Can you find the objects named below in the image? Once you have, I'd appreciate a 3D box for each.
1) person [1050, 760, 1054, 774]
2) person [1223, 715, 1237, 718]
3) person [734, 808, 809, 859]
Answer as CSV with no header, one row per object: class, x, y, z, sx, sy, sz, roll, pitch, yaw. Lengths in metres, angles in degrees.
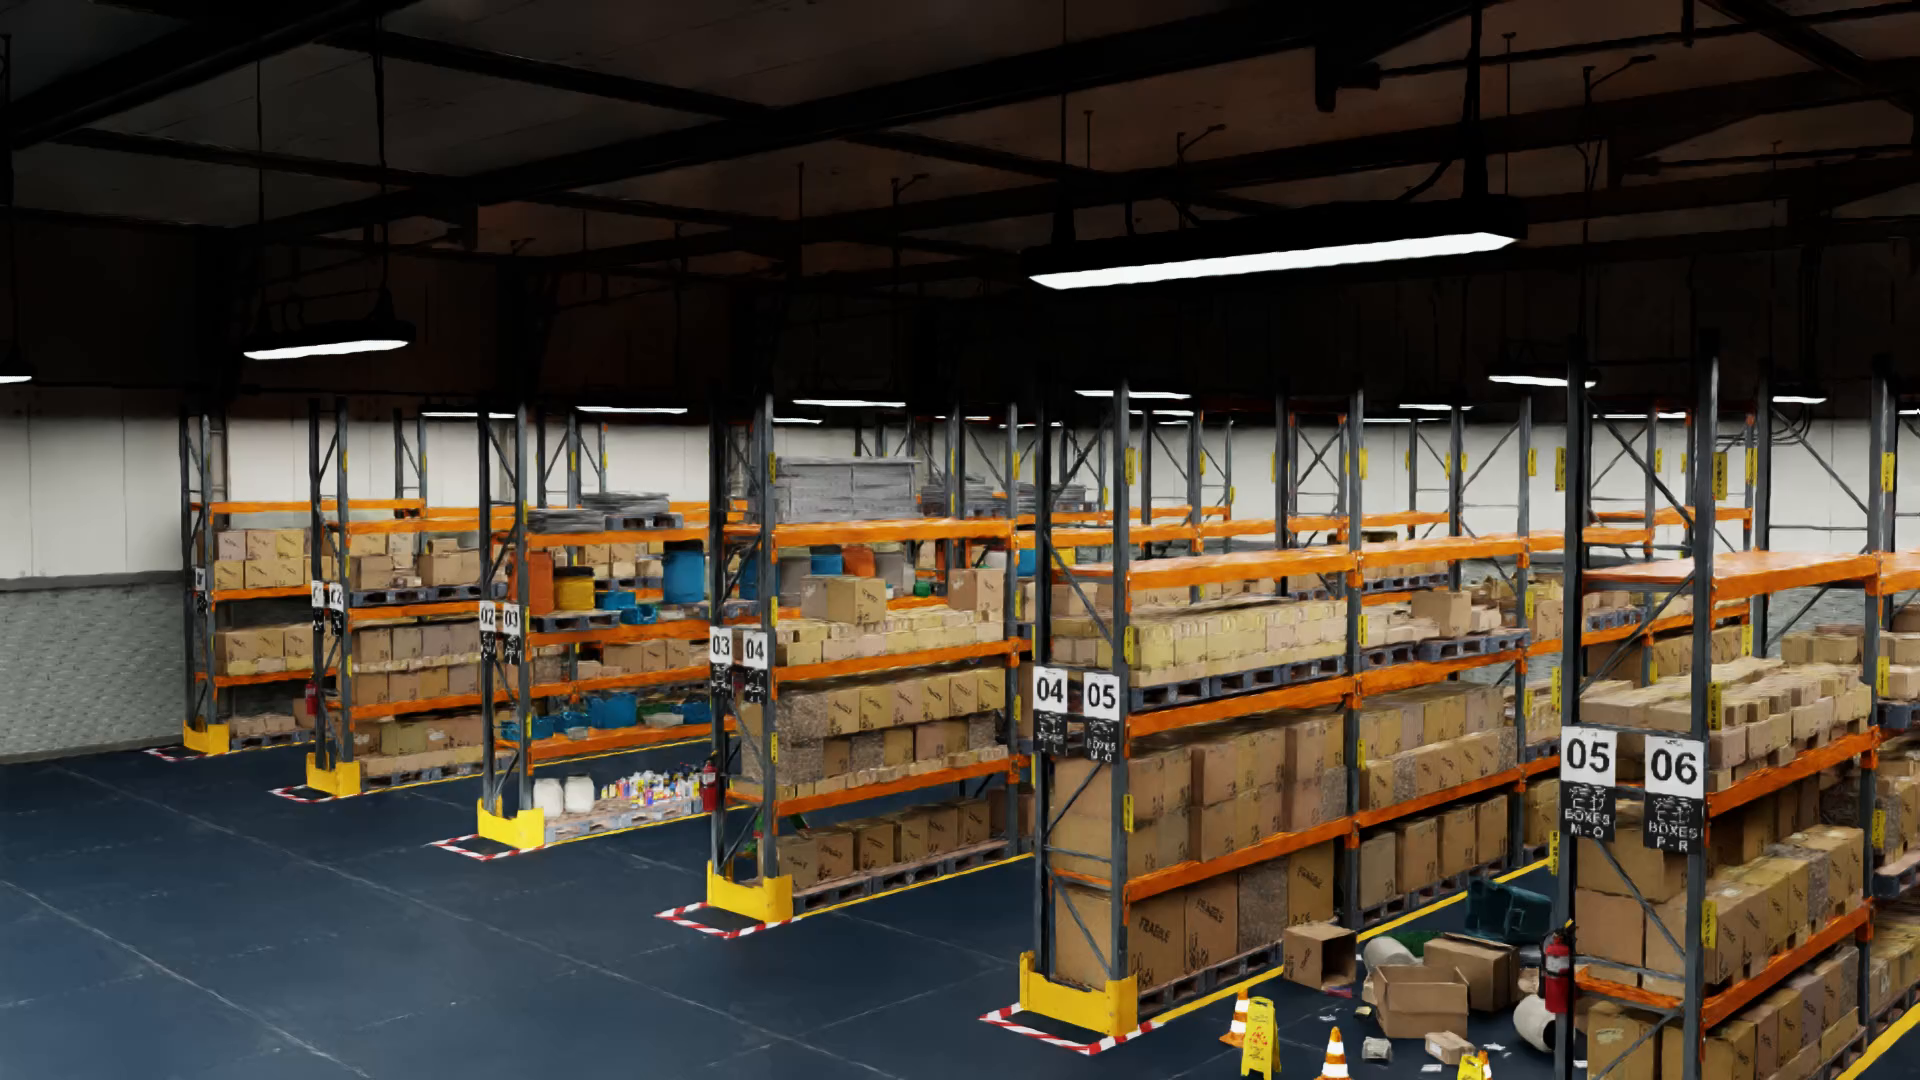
person,1.452,2.997,25.328,0.429,1.653,0.530,1,3,13
person,3.723,3.100,23.067,0.337,1.683,0.548,2,3,29
person,-2.337,3.179,21.159,0.550,1.709,1.128,3,4,41
